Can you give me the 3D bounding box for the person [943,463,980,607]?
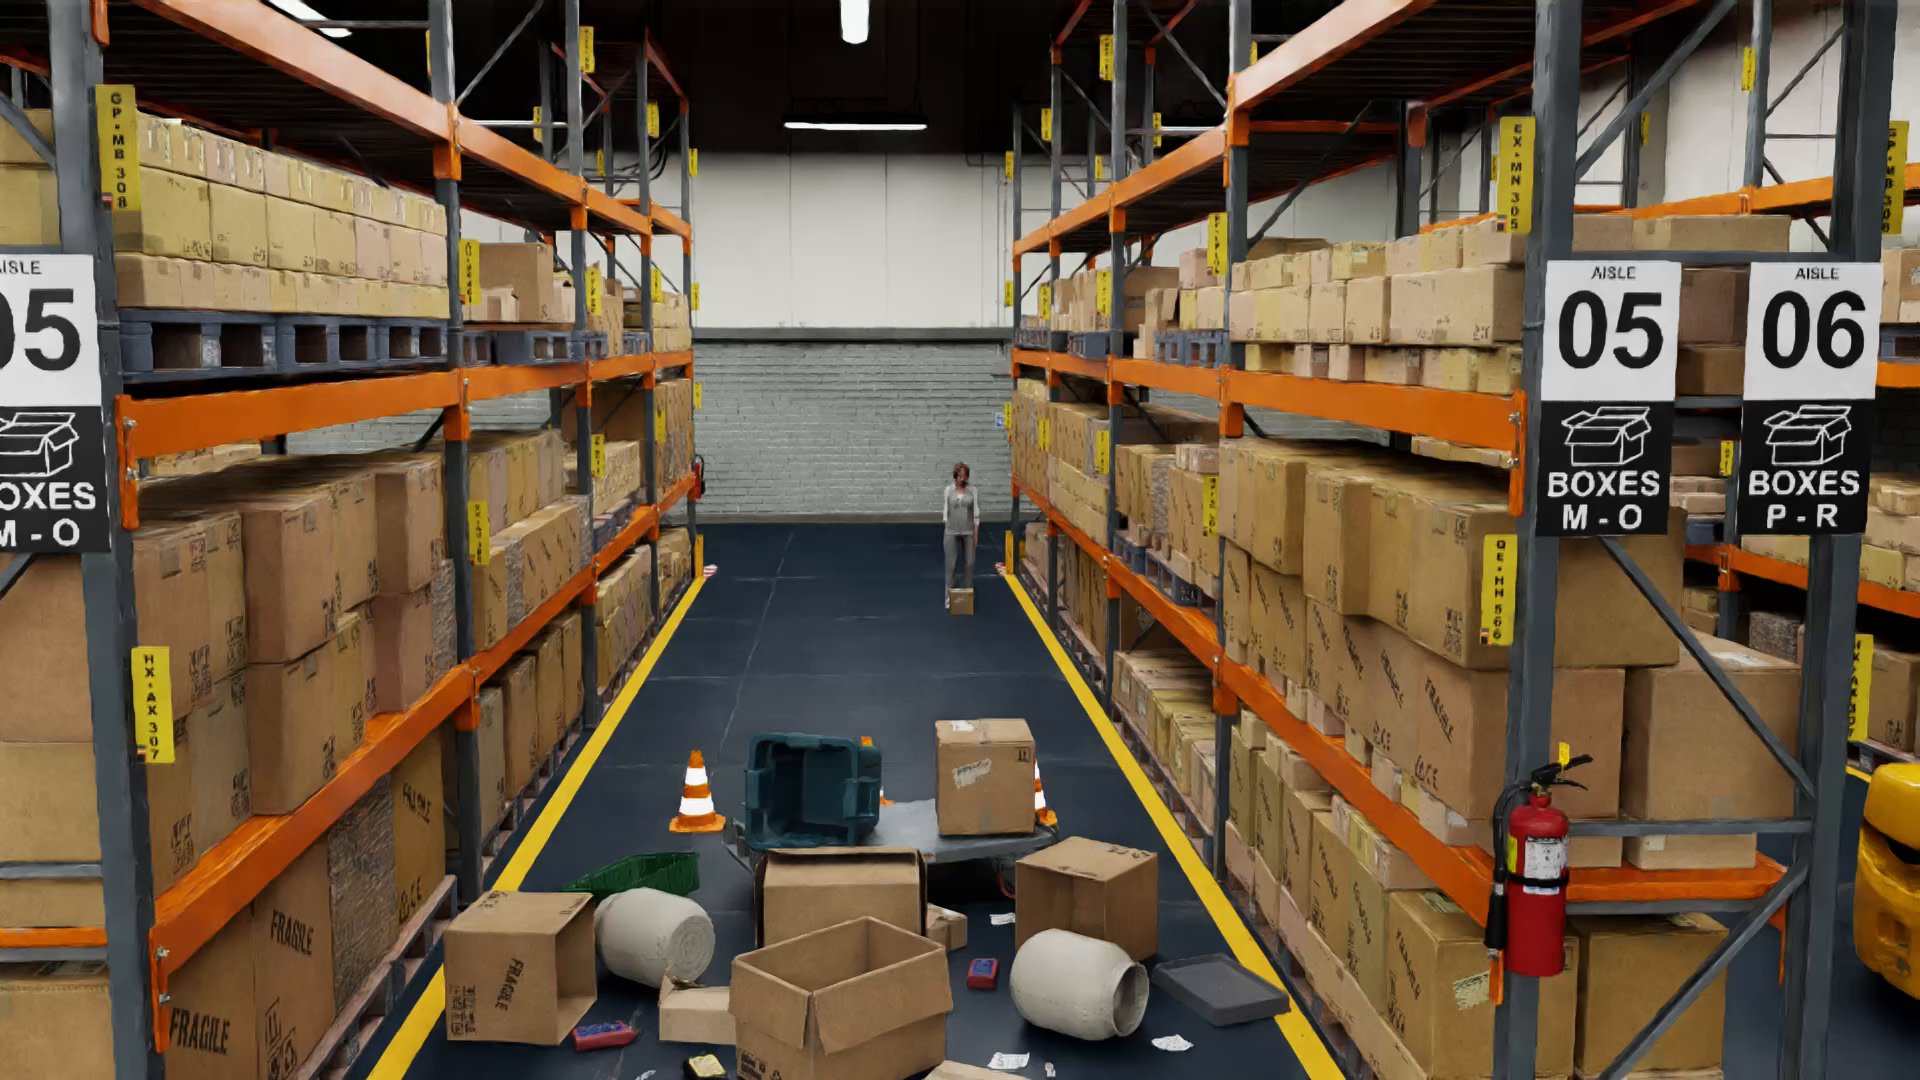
[{"bbox_3d":[0.018,-0.055,18.272,0.405,1.594,0.299,0,7,-3],"label":"person"}]
